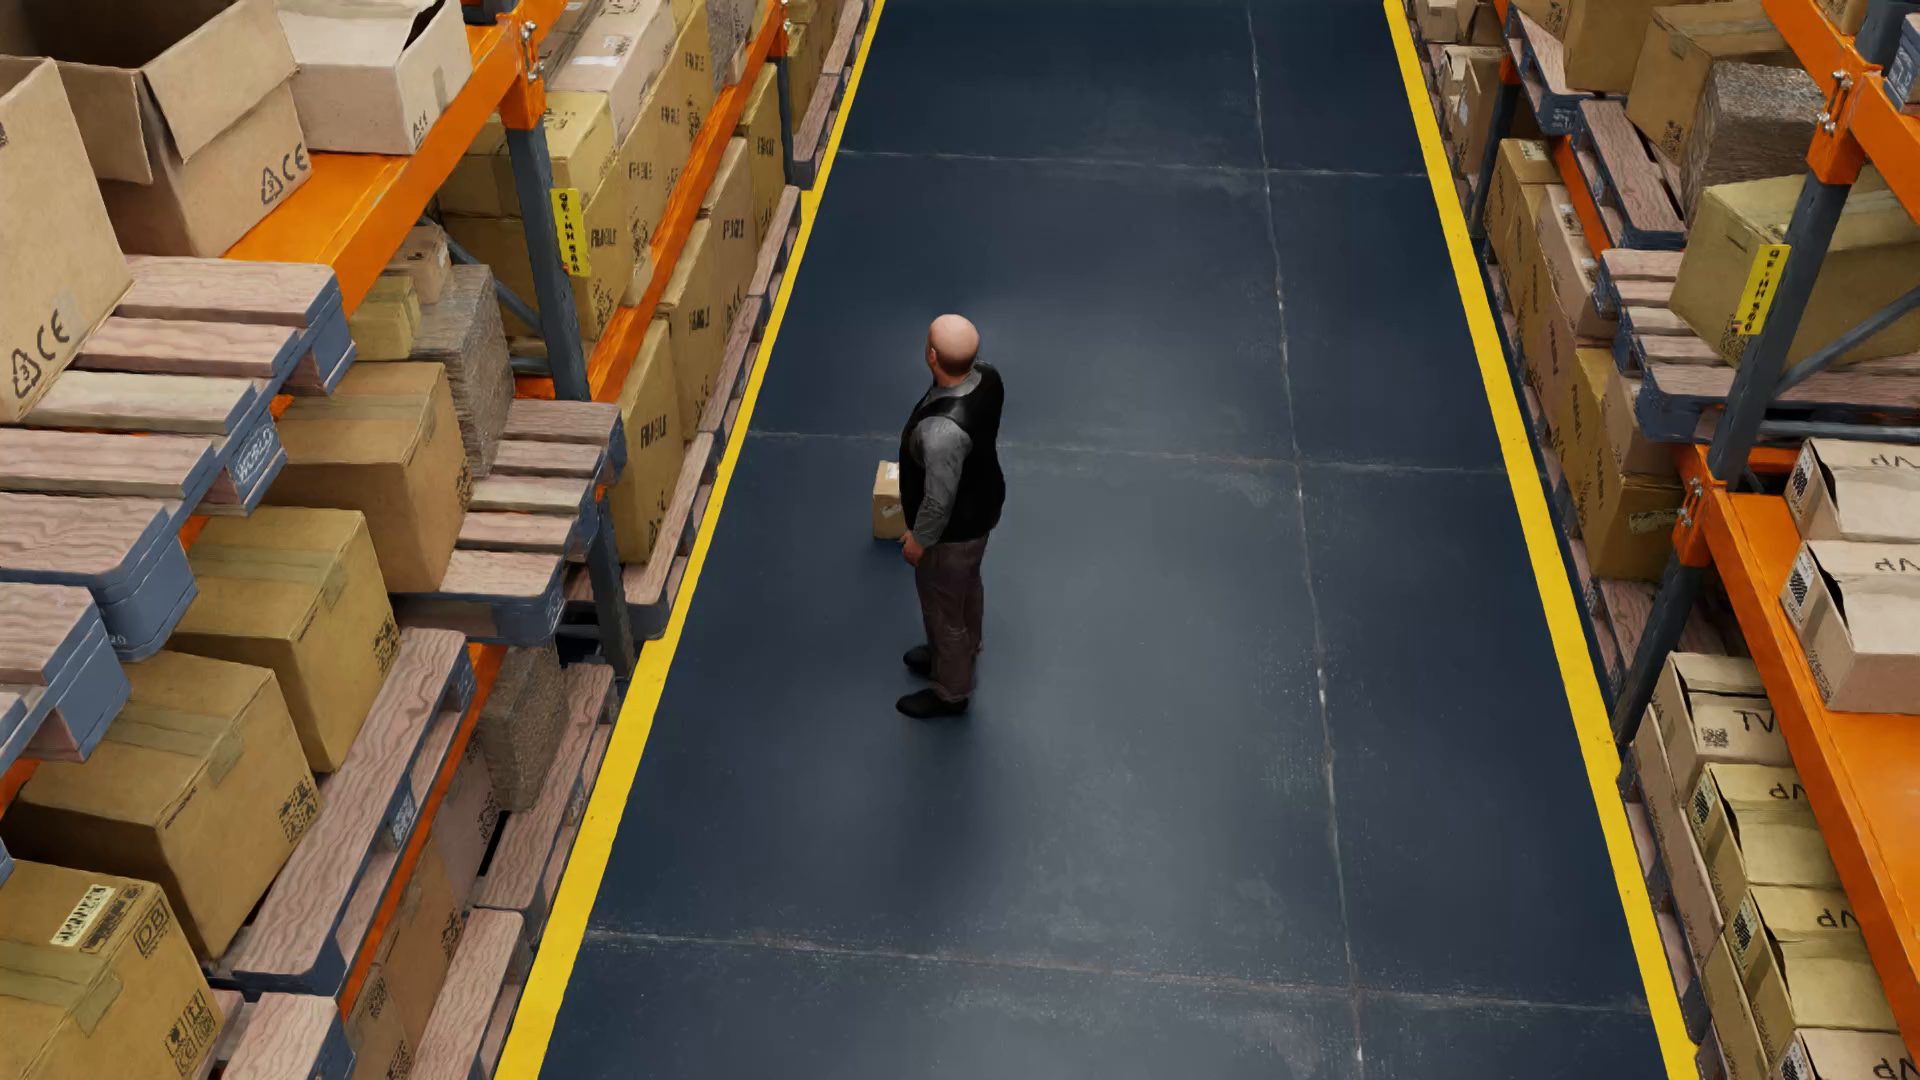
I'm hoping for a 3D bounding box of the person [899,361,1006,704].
[{"bbox_3d":[-0.025,-0.034,6.287,0.357,1.473,0.588,13,42,15],"label":"person"}]
